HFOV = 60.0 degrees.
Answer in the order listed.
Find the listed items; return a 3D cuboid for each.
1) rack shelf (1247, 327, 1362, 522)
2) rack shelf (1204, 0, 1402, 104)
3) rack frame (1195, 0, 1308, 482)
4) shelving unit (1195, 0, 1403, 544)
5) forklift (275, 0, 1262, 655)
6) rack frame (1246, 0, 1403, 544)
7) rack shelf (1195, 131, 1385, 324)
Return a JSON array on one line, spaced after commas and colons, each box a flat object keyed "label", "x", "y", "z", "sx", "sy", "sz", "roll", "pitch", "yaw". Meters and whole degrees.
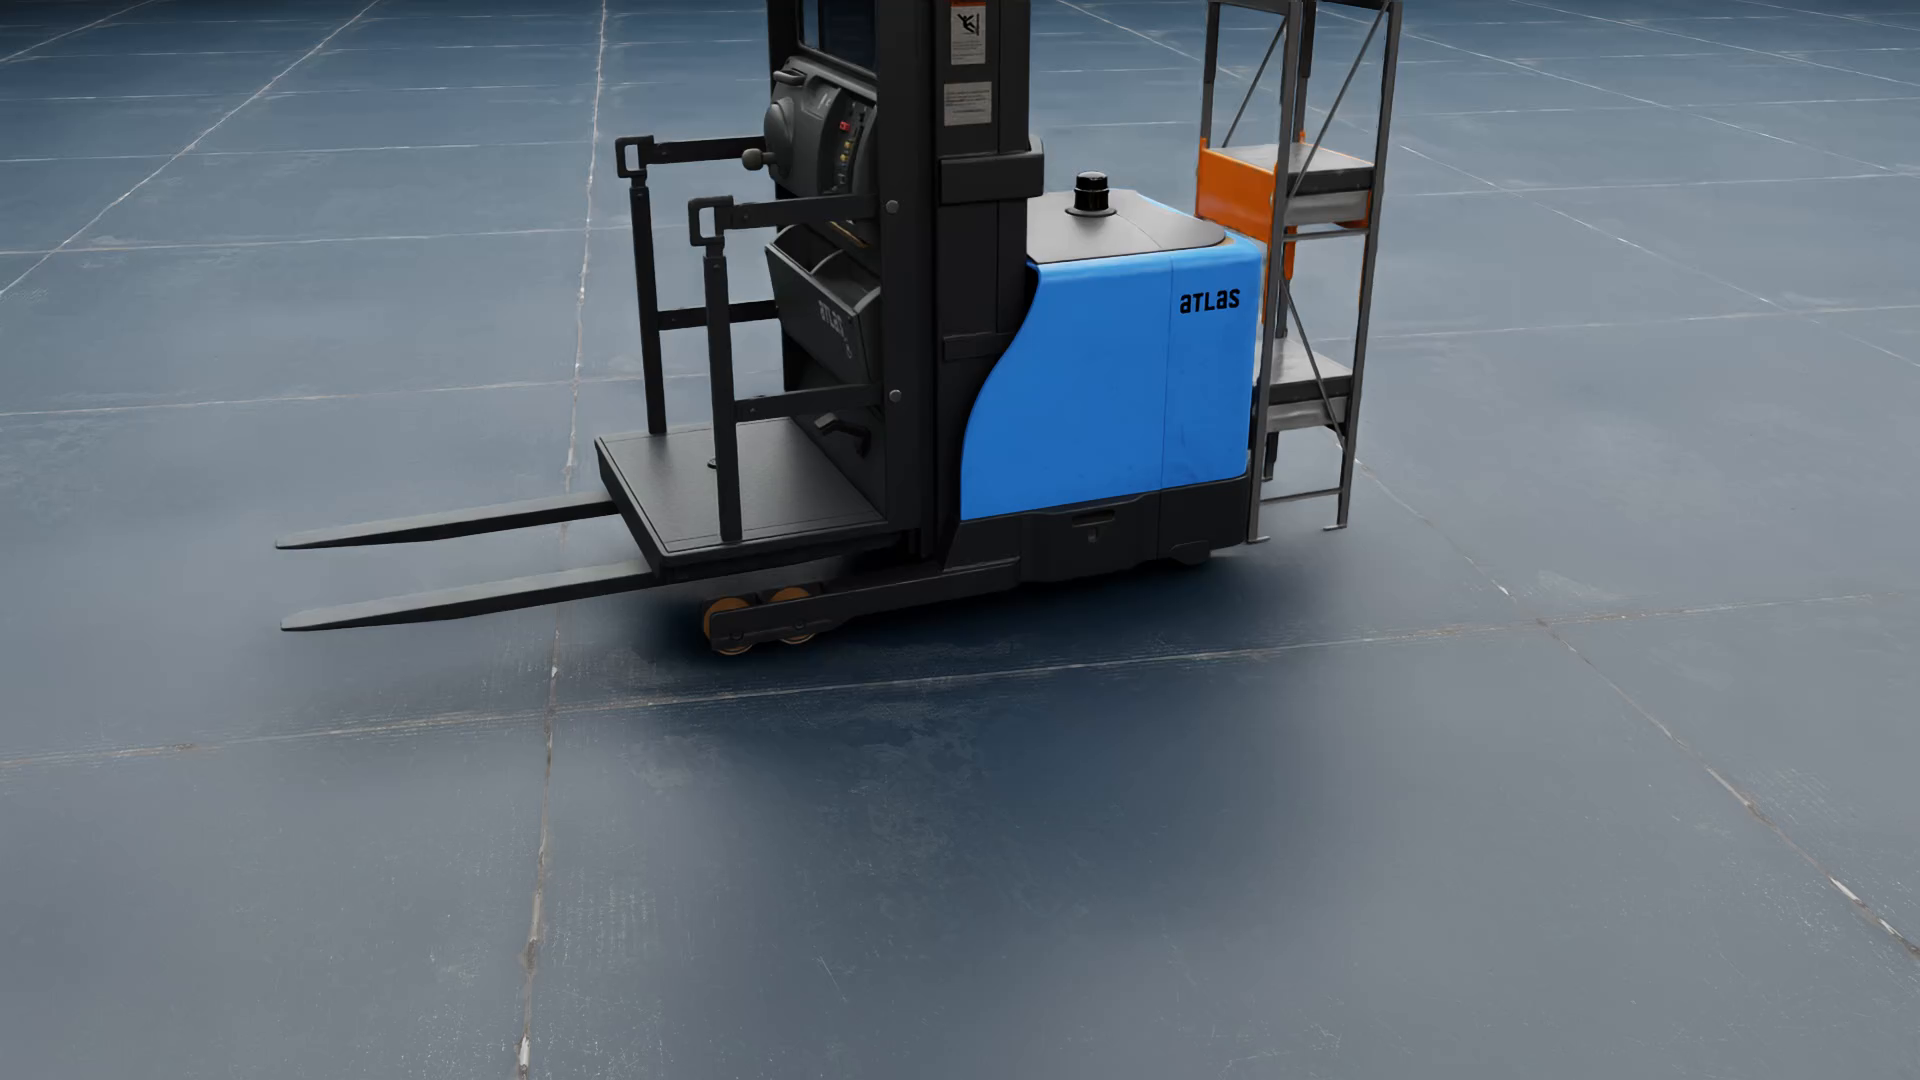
[{"label": "rack shelf", "x": 1.083, "y": -0.416, "z": 5.858, "sx": 0.431, "sy": 0.518, "sz": 0.480, "roll": -9, "pitch": 25, "yaw": -20}, {"label": "rack shelf", "x": 1.092, "y": -1.700, "z": 5.301, "sx": 0.431, "sy": 0.518, "sz": 0.480, "roll": -9, "pitch": 25, "yaw": -20}, {"label": "rack frame", "x": 0.996, "y": -1.161, "z": 5.781, "sx": 0.400, "sy": 2.100, "sz": 0.015, "roll": -9, "pitch": 25, "yaw": -20}, {"label": "shelving unit", "x": 1.087, "y": -1.071, "z": 5.574, "sx": 0.431, "sy": 2.100, "sz": 0.503, "roll": -9, "pitch": 25, "yaw": -20}, {"label": "forklift", "x": -0.606, "y": -1.239, "z": 4.926, "sx": 3.031, "sy": 2.935, "sz": 1.130, "roll": -9, "pitch": 25, "yaw": -20}, {"label": "rack frame", "x": 1.179, "y": -0.980, "z": 5.366, "sx": 0.400, "sy": 2.100, "sz": 0.015, "roll": -9, "pitch": 25, "yaw": -20}, {"label": "rack shelf", "x": 1.087, "y": -1.058, "z": 5.579, "sx": 0.431, "sy": 0.518, "sz": 0.480, "roll": -9, "pitch": 25, "yaw": -20}]
